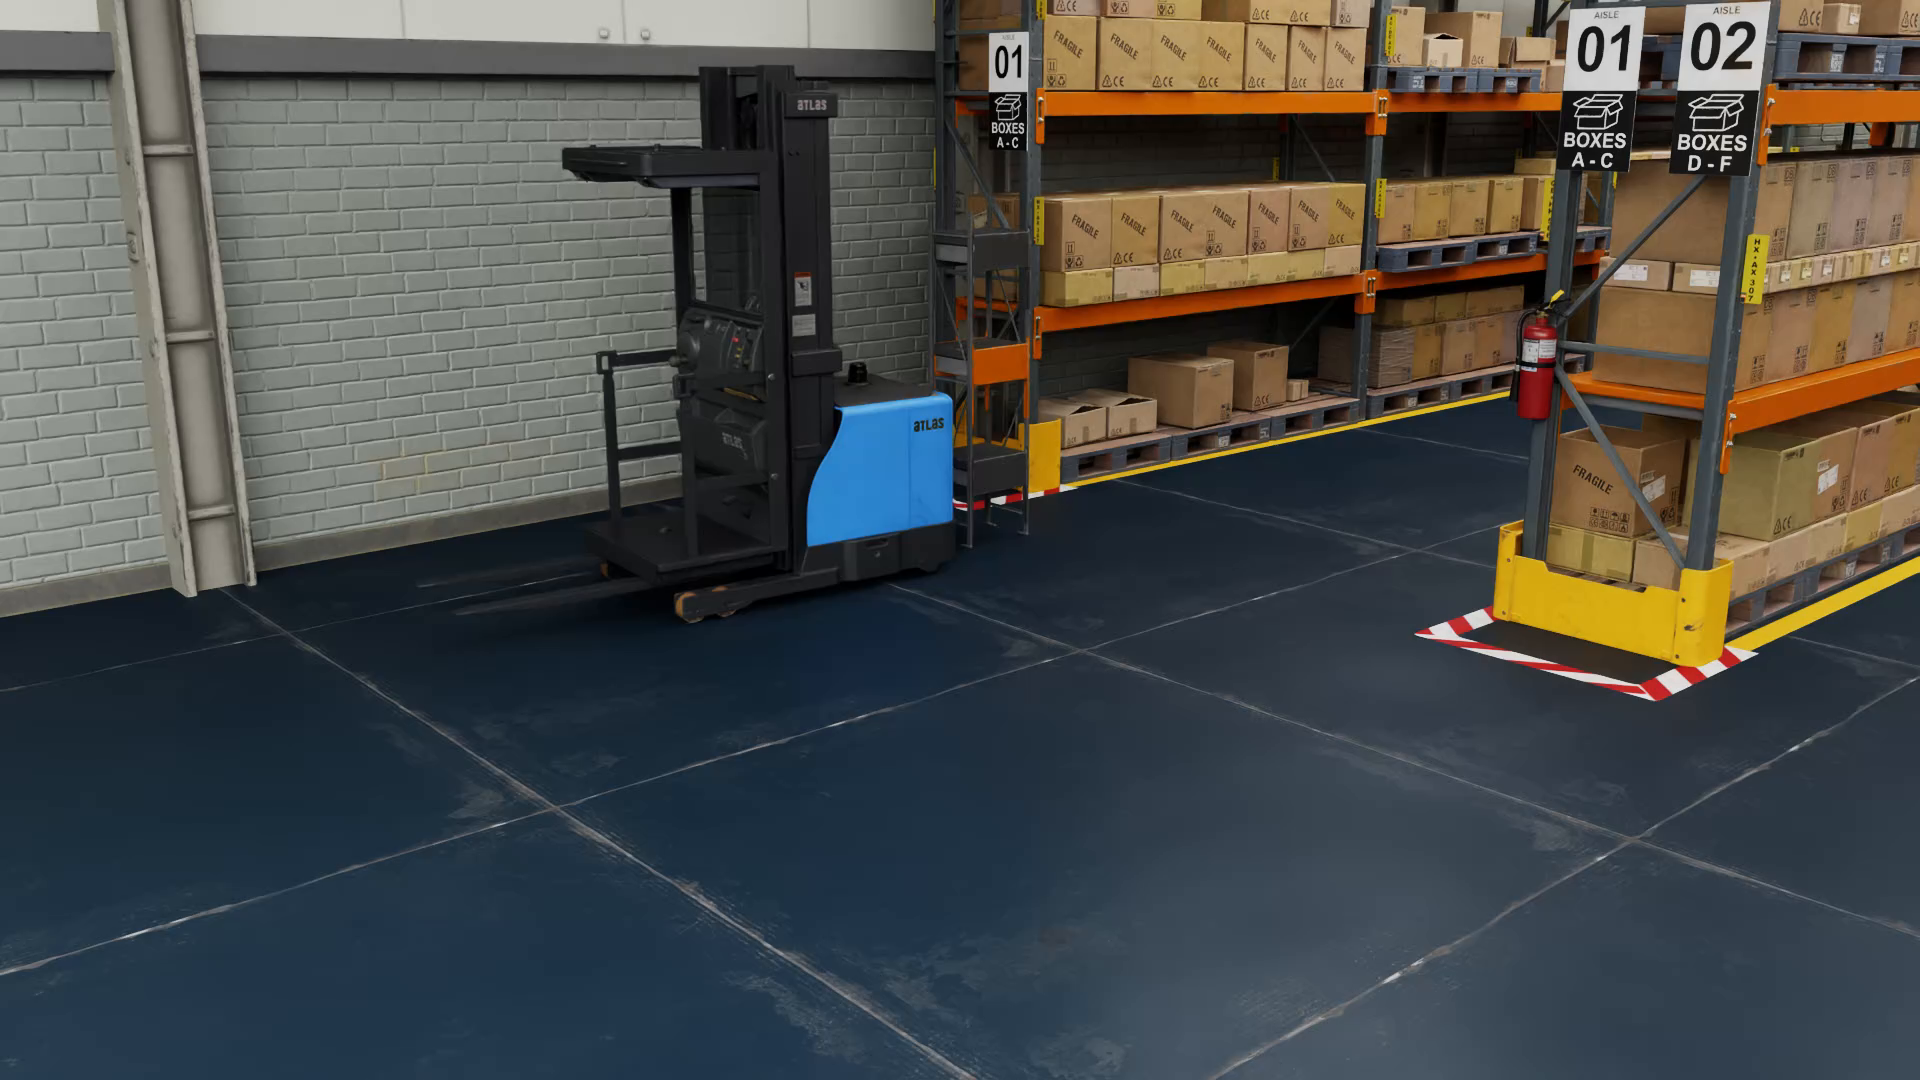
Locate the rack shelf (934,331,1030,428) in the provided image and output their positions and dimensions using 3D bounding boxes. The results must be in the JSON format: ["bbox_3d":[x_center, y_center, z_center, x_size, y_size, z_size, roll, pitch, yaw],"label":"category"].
[{"bbox_3d":[0.125,-1.029,10.588,0.480,0.518,0.431,-13,19,-39],"label":"rack shelf"}]

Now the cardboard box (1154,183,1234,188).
[{"bbox_3d":[1.945,-2.681,13.774,0.500,0.500,0.500,-12,19,-38],"label":"cardboard box"}]

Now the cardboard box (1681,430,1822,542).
[{"bbox_3d":[4.372,-0.319,9.193,0.500,0.500,0.500,-13,19,-39],"label":"cardboard box"}]

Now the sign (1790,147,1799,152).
[{"bbox_3d":[9.607,-4.363,19.183,0.005,0.325,0.100,-13,19,-39],"label":"sign"}]

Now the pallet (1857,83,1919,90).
[{"bbox_3d":[11.708,-5.902,21.394,1.213,0.211,1.003,-13,19,-39],"label":"pallet"}]

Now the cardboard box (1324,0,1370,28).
[{"bbox_3d":[3.009,-4.444,13.590,0.500,0.500,0.500,14,20,42],"label":"cardboard box"}]

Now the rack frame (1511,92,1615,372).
[{"bbox_3d":[6.226,-3.269,17.174,0.127,3.000,1.000,-13,19,-39],"label":"rack frame"}]

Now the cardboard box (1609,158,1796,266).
[{"bbox_3d":[3.846,-1.710,8.633,0.500,0.500,0.700,-13,19,-39],"label":"cardboard box"}]

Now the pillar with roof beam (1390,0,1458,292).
[{"bbox_3d":[7.504,-5.277,13.068,0.400,9.000,9.100,-13,19,-39],"label":"pillar with roof beam"}]

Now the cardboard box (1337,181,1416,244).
[{"bbox_3d":[3.615,-2.931,14.866,0.500,0.500,0.700,-13,19,-39],"label":"cardboard box"}]

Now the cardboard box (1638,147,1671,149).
[{"bbox_3d":[7.960,-4.307,18.800,0.500,0.250,0.500,-14,20,-41],"label":"cardboard box"}]

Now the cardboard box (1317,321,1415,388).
[{"bbox_3d":[3.753,-1.724,15.382,0.500,0.500,0.700,-12,19,-38],"label":"cardboard box"}]

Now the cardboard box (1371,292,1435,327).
[{"bbox_3d":[4.083,-2.161,15.567,0.500,0.250,0.500,-13,20,-41],"label":"cardboard box"}]

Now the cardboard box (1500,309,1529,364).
[{"bbox_3d":[5.252,-2.077,16.703,0.500,0.500,0.700,-13,20,-39],"label":"cardboard box"}]

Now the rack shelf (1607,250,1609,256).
[{"bbox_3d":[7.735,-3.260,18.535,4.000,0.370,1.077,-13,19,-39],"label":"rack shelf"}]

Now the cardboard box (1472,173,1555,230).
[{"bbox_3d":[5.474,-3.348,16.425,0.700,0.500,0.500,14,20,42],"label":"cardboard box"}]

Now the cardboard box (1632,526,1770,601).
[{"bbox_3d":[3.996,0.128,8.971,0.500,0.250,0.500,-13,19,-39],"label":"cardboard box"}]

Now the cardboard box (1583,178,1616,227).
[{"bbox_3d":[6.761,-3.503,17.242,0.500,0.500,0.500,-12,19,-38],"label":"cardboard box"}]

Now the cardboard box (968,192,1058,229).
[{"bbox_3d":[0.407,-2.334,12.474,0.500,0.500,0.500,-13,20,-40],"label":"cardboard box"}]

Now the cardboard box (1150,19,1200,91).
[{"bbox_3d":[1.425,-3.601,12.375,0.500,0.500,0.500,-12,19,-37],"label":"cardboard box"}]

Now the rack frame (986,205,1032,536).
[{"bbox_3d":[0.309,-1.084,10.739,0.015,2.100,0.400,-13,19,-39],"label":"rack frame"}]

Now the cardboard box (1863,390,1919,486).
[{"bbox_3d":[5.872,-0.660,10.471,0.500,0.500,0.500,-13,19,-39],"label":"cardboard box"}]

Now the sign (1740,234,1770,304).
[{"bbox_3d":[3.806,-1.297,7.962,0.005,0.325,0.100,-13,19,-39],"label":"sign"}]

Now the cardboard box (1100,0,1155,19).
[{"bbox_3d":[1.053,-3.997,11.918,0.500,0.500,0.500,-13,20,-40],"label":"cardboard box"}]

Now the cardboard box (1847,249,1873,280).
[{"bbox_3d":[4.853,-1.554,9.306,0.250,0.149,0.380,-13,20,-40],"label":"cardboard box"}]

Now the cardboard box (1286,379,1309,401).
[{"bbox_3d":[2.825,-1.338,14.585,0.380,0.166,0.250,13,20,40],"label":"cardboard box"}]

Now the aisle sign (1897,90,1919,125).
[{"bbox_3d":[12.512,-5.834,21.739,0.004,0.787,0.394,-13,19,-39],"label":"aisle sign"}]

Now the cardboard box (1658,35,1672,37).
[{"bbox_3d":[4.141,-2.843,8.975,0.500,0.250,0.500,-13,19,-39],"label":"cardboard box"}]

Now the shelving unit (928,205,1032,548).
[{"bbox_3d":[0.125,-1.042,10.584,0.503,2.100,0.431,-13,19,-39],"label":"shelving unit"}]

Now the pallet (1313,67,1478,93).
[{"bbox_3d":[3.744,-4.033,14.588,1.003,0.211,1.213,-13,19,-39],"label":"pallet"}]

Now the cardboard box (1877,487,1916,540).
[{"bbox_3d":[5.506,-0.210,10.239,0.500,0.250,0.500,-13,19,-39],"label":"cardboard box"}]

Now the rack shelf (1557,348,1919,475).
[{"bbox_3d":[4.954,-0.941,9.854,4.000,0.370,1.077,-13,19,-39],"label":"rack shelf"}]

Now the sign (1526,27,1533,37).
[{"bbox_3d":[5.868,-5.115,17.120,0.005,0.325,0.100,-13,19,-39],"label":"sign"}]

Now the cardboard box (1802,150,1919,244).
[{"bbox_3d":[5.374,-2.055,9.925,0.500,0.500,0.700,-13,20,-39],"label":"cardboard box"}]

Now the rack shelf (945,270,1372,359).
[{"bbox_3d":[1.700,-1.905,13.462,4.000,0.370,1.077,-13,19,-39],"label":"rack shelf"}]

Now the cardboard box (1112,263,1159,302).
[{"bbox_3d":[1.150,-1.962,12.535,0.500,0.250,0.500,-13,20,-41],"label":"cardboard box"}]

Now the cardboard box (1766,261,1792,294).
[{"bbox_3d":[4.081,-1.381,8.657,0.250,0.149,0.380,-13,20,-41],"label":"cardboard box"}]

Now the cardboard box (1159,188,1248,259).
[{"bbox_3d":[1.903,-2.493,13.070,0.500,0.500,0.500,-12,19,-38],"label":"cardboard box"}]

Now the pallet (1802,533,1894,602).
[{"bbox_3d":[4.915,0.054,10.138,1.213,0.211,1.003,-13,19,-39],"label":"pallet"}]

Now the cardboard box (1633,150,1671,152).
[{"bbox_3d":[7.517,-4.036,17.785,0.500,0.250,0.500,-12,19,-39],"label":"cardboard box"}]

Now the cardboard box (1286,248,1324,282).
[{"bbox_3d":[2.669,-2.306,13.823,0.500,0.250,0.500,-13,19,-39],"label":"cardboard box"}]

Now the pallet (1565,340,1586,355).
[{"bbox_3d":[6.870,-2.040,17.979,1.213,0.211,1.003,-13,19,-39],"label":"pallet"}]

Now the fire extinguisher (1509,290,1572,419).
[{"bbox_3d":[3.052,-0.983,8.766,0.183,0.674,0.296,-13,19,-39],"label":"fire extinguisher"}]

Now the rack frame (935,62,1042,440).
[{"bbox_3d":[0.191,-1.913,12.101,0.127,3.000,1.000,-13,19,-39],"label":"rack frame"}]

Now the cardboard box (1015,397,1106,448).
[{"bbox_3d":[0.772,-0.927,12.764,0.500,0.311,0.500,13,20,41],"label":"cardboard box"}]

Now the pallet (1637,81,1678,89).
[{"bbox_3d":[6.677,-4.746,17.259,1.003,0.211,1.213,-12,19,-37],"label":"pallet"}]

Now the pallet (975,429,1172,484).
[{"bbox_3d":[0.885,-0.710,12.998,1.213,0.211,1.003,-13,19,-39],"label":"pallet"}]

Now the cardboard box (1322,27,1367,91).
[{"bbox_3d":[2.988,-3.964,13.733,0.500,0.500,0.500,-12,19,-38],"label":"cardboard box"}]

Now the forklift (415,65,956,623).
[{"bbox_3d":[-1.522,-1.118,9.257,3.031,2.935,1.130,-10,18,-34],"label":"forklift"}]

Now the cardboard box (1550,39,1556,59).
[{"bbox_3d":[5.532,-4.699,16.483,0.500,0.500,0.500,-13,19,-39],"label":"cardboard box"}]

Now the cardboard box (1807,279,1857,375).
[{"bbox_3d":[4.578,-1.247,9.414,0.500,0.500,0.700,-12,19,-39],"label":"cardboard box"}]

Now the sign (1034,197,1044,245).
[{"bbox_3d":[0.547,-2.226,11.594,0.005,0.325,0.100,-13,19,-39],"label":"sign"}]
